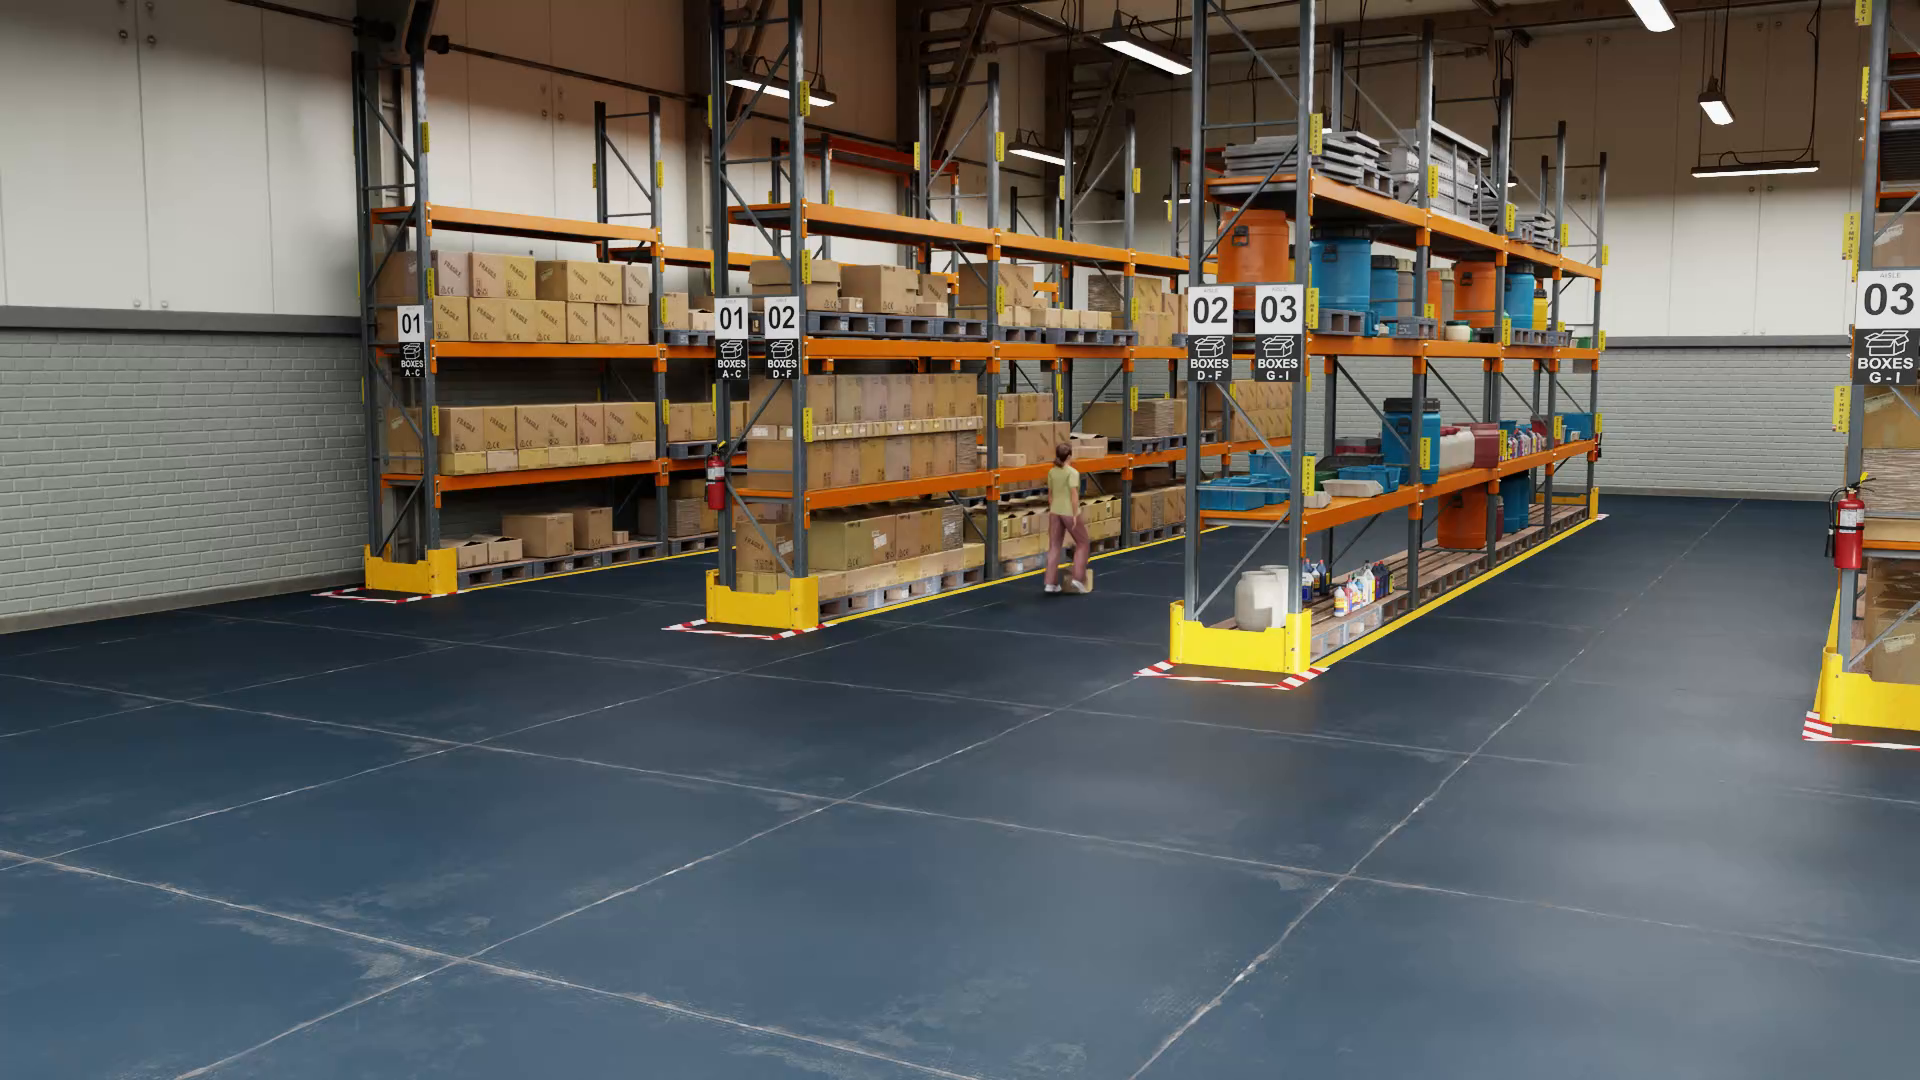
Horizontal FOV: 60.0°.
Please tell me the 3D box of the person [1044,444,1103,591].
[{"bbox_3d":[1.250,-0.235,18.626,0.480,1.683,0.871,5,8,39],"label":"person"}]
